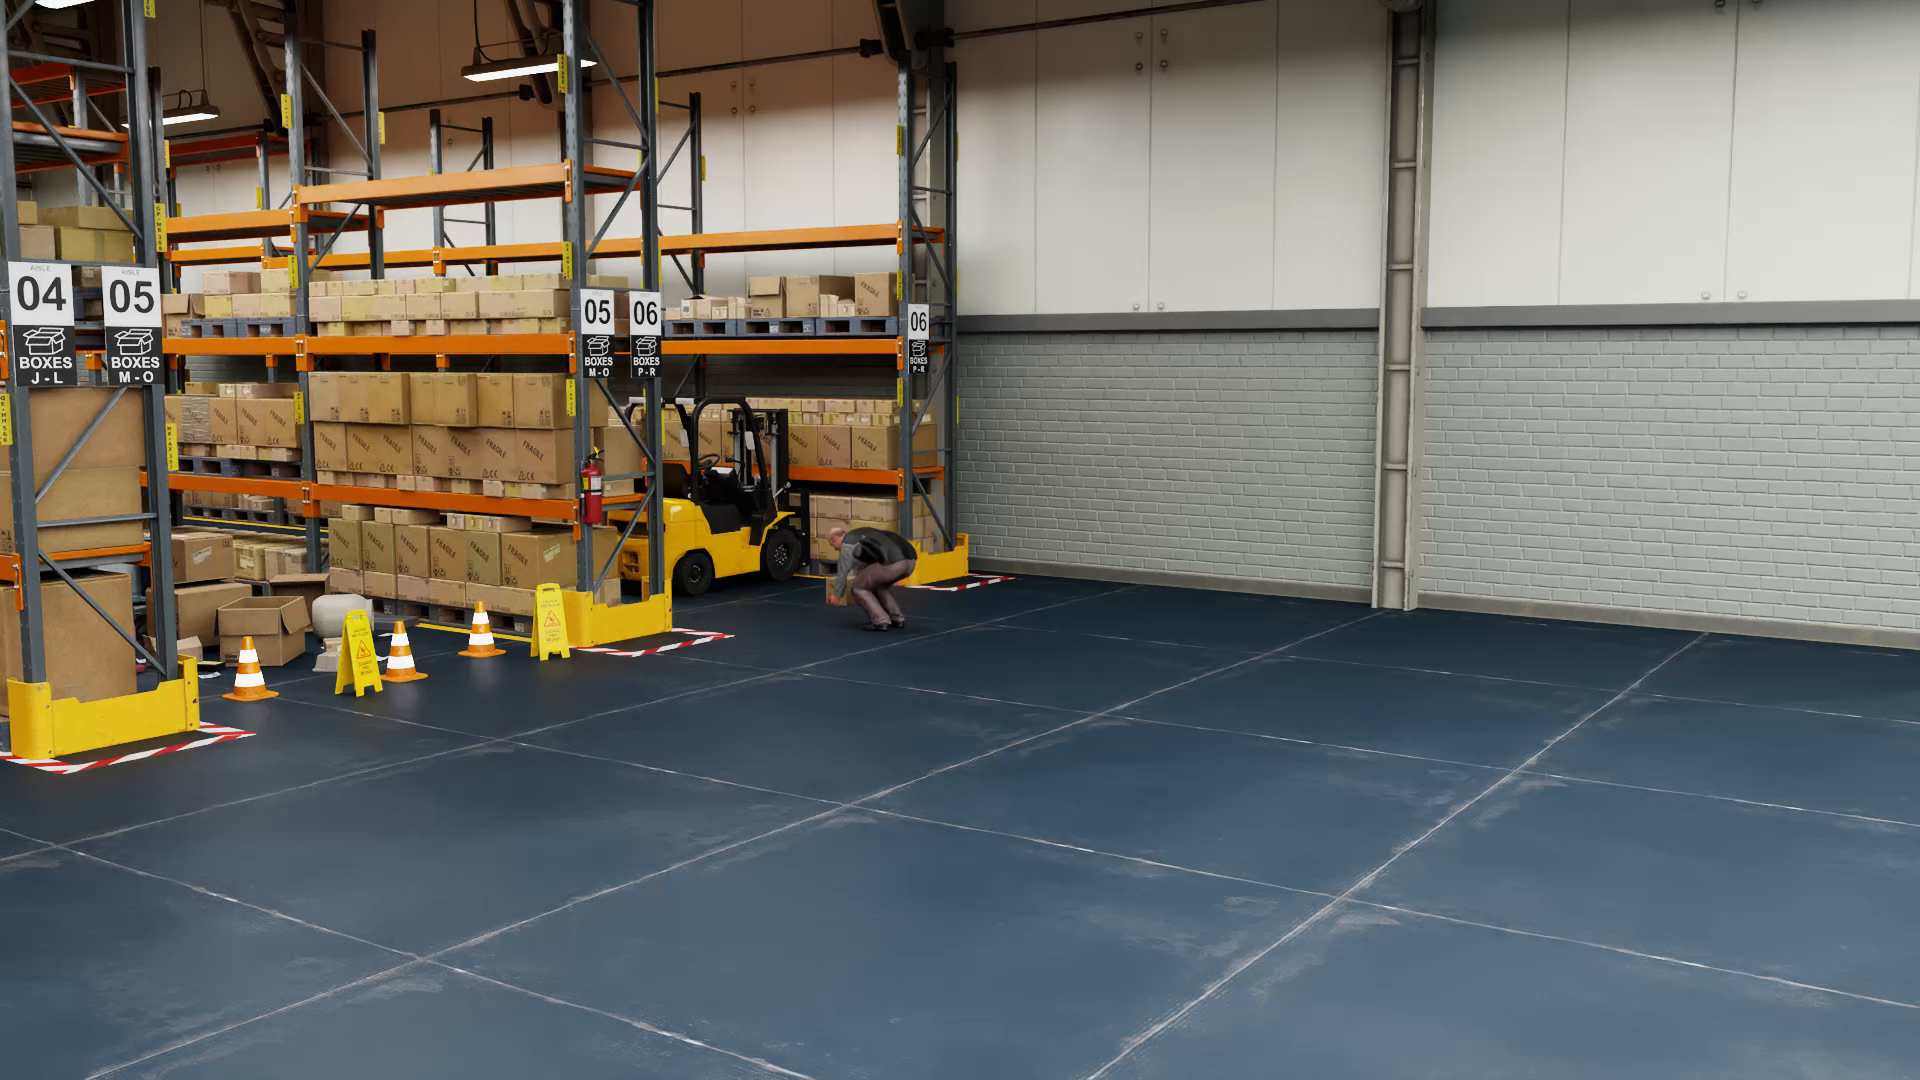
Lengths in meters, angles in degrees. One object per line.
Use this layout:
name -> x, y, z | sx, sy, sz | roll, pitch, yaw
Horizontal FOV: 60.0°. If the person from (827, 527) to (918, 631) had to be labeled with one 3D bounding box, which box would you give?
person -> -0.871, 0.363, 16.040 | 0.939, 0.968, 0.520 | 4, 7, 31
